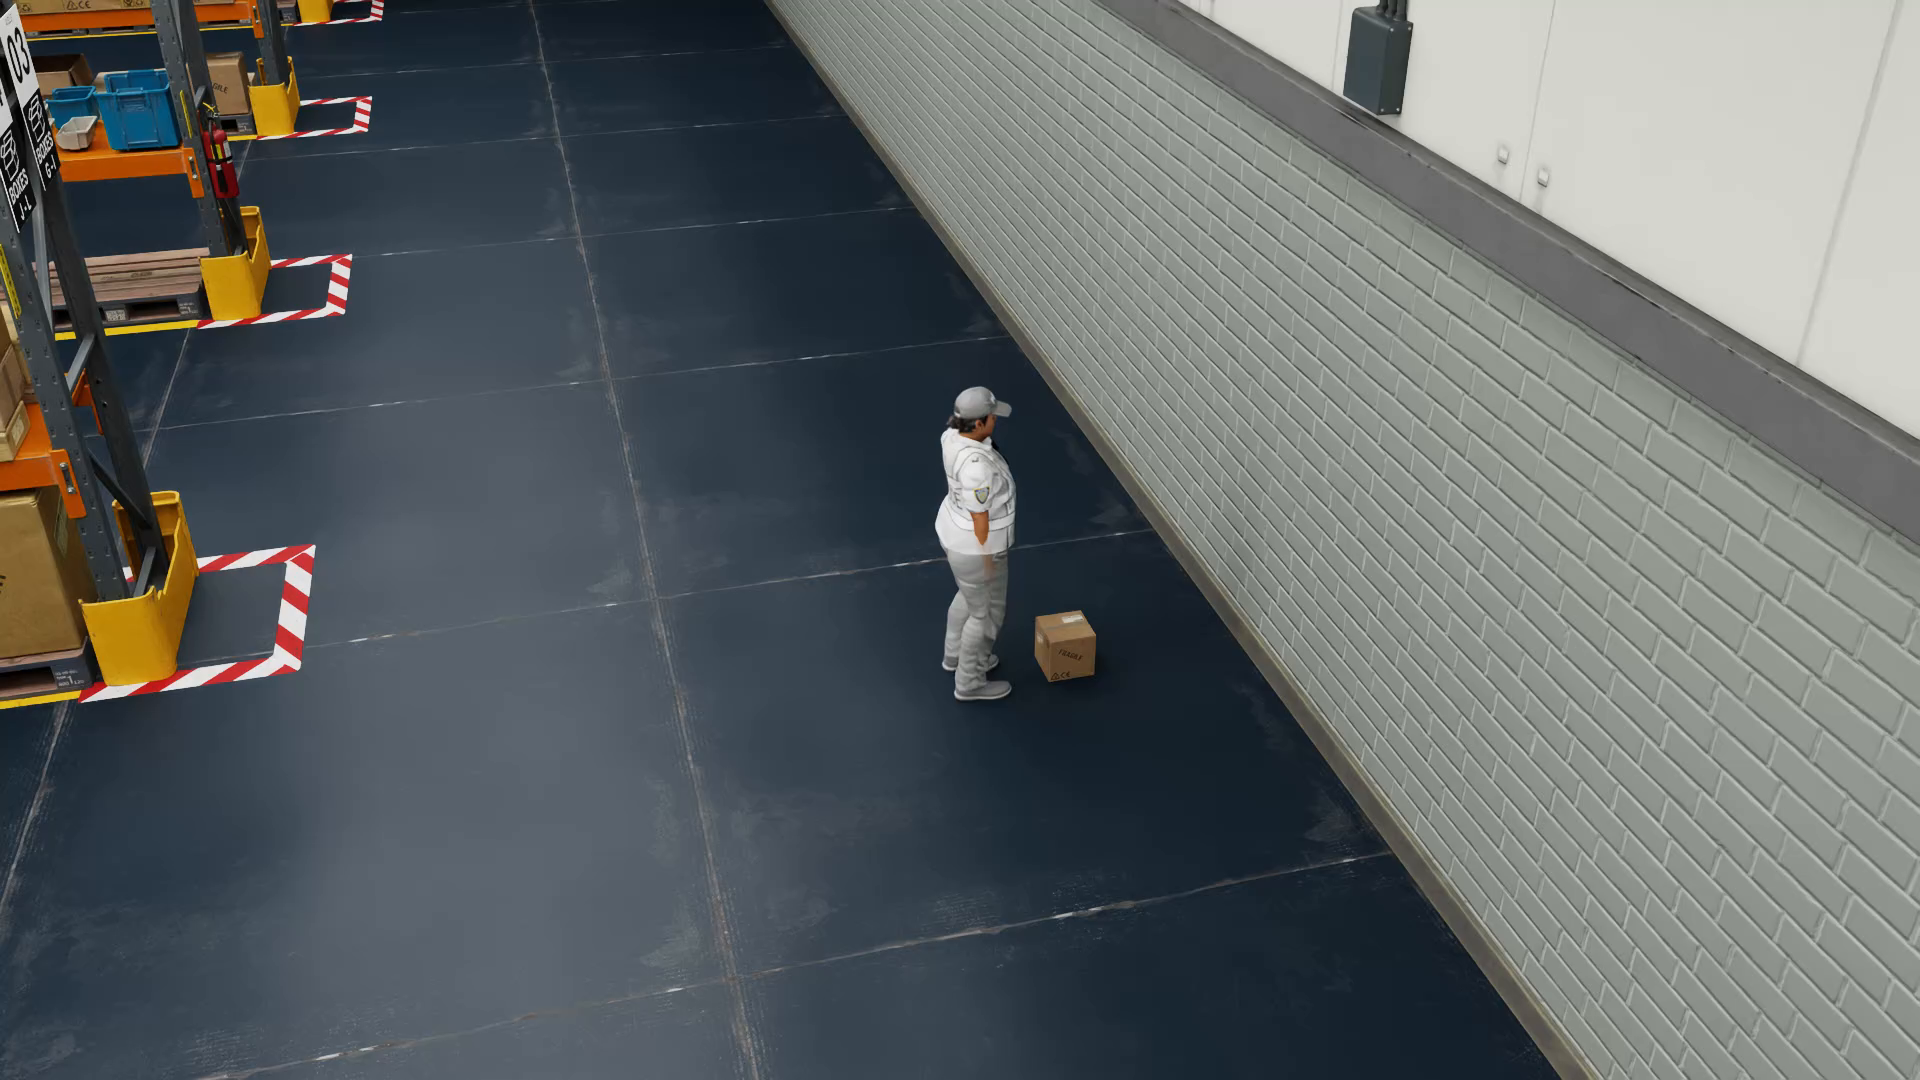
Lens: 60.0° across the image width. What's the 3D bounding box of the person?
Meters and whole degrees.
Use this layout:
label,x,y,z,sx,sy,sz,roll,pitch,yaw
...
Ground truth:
label,x,y,z,sx,sy,sz,roll,pitch,yaw
person,0.084,0.005,8.231,0.391,1.660,0.468,-7,31,-12
